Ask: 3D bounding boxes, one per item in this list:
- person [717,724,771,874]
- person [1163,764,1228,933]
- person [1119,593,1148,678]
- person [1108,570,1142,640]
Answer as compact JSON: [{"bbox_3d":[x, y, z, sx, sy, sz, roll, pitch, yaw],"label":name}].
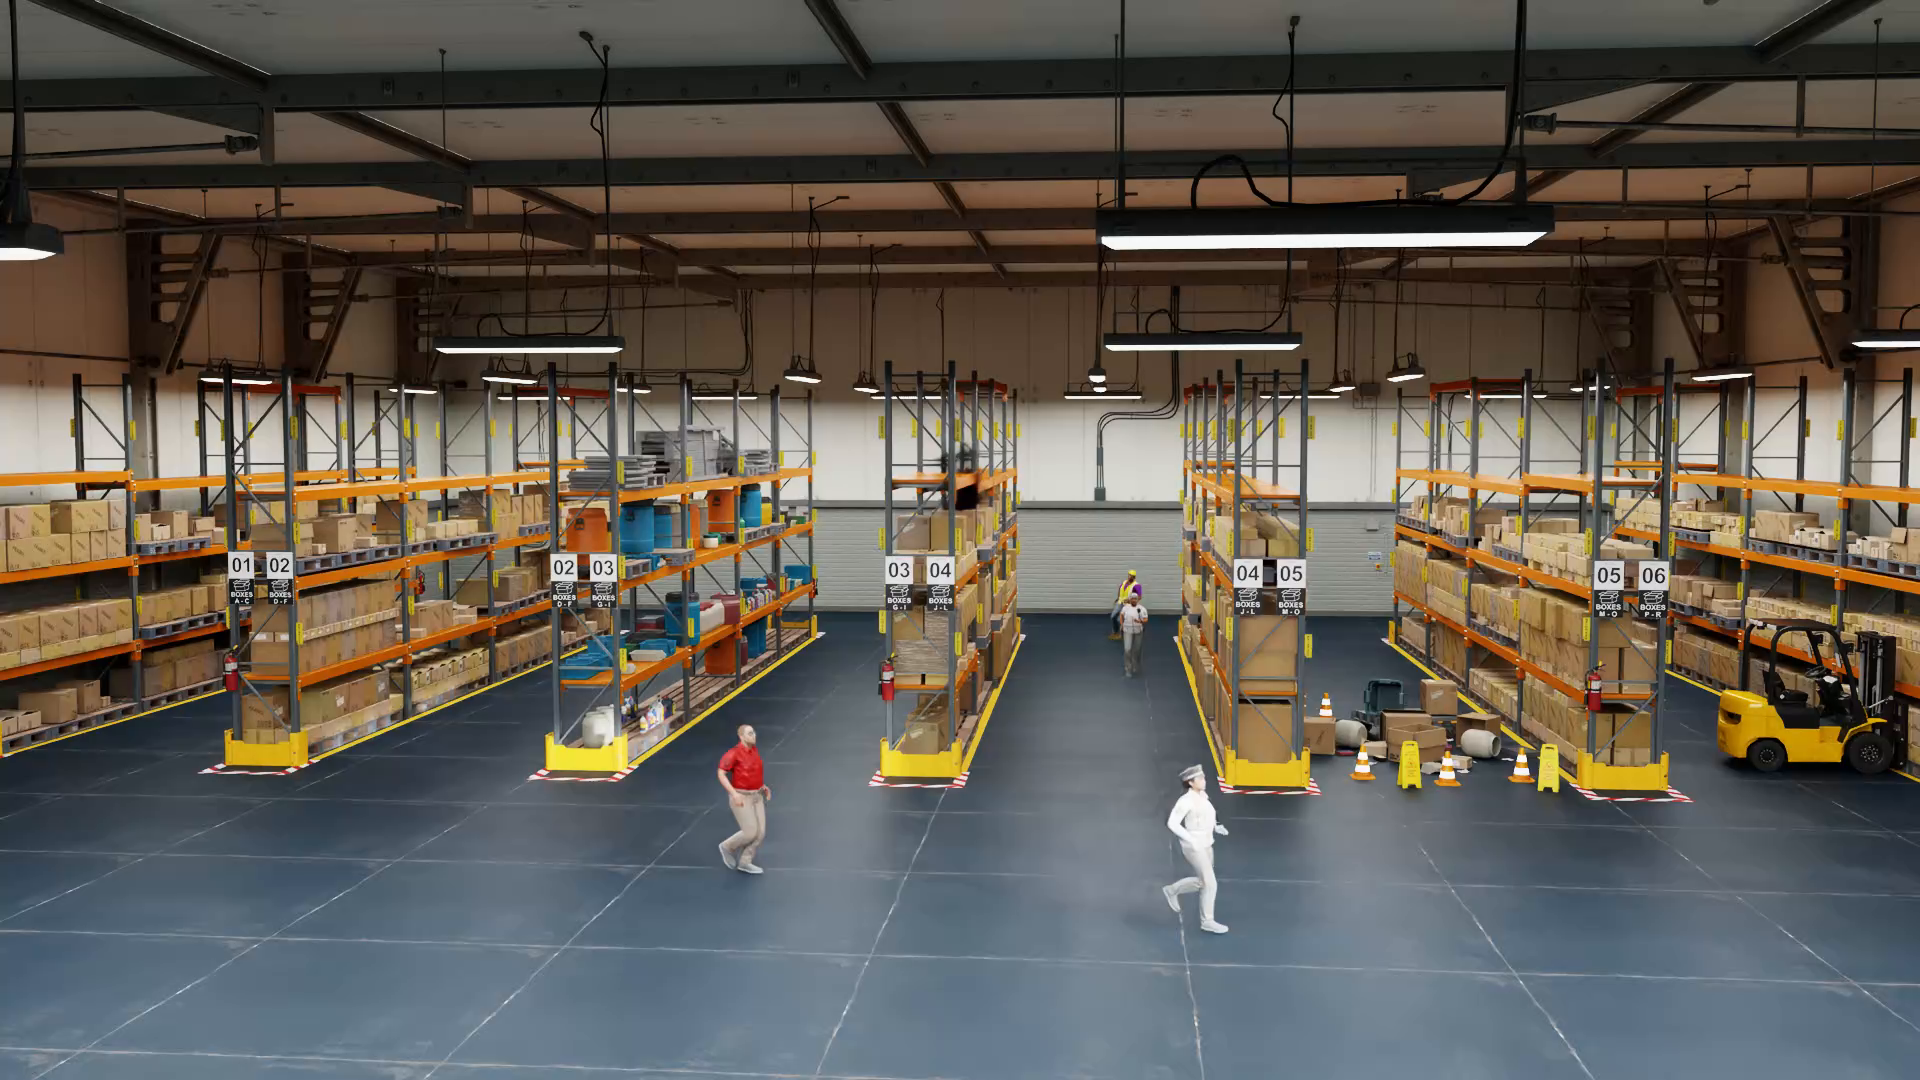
[{"bbox_3d":[-2.443,2.930,18.808,0.548,1.682,0.658,2,4,31],"label":"person"},{"bbox_3d":[2.349,3.070,16.714,0.767,1.660,0.625,3,5,35],"label":"person"},{"bbox_3d":[3.552,1.928,34.020,0.587,1.711,0.802,0,4,6],"label":"person"},{"bbox_3d":[3.905,1.554,39.553,0.571,1.700,0.794,-4,5,-44],"label":"person"}]
